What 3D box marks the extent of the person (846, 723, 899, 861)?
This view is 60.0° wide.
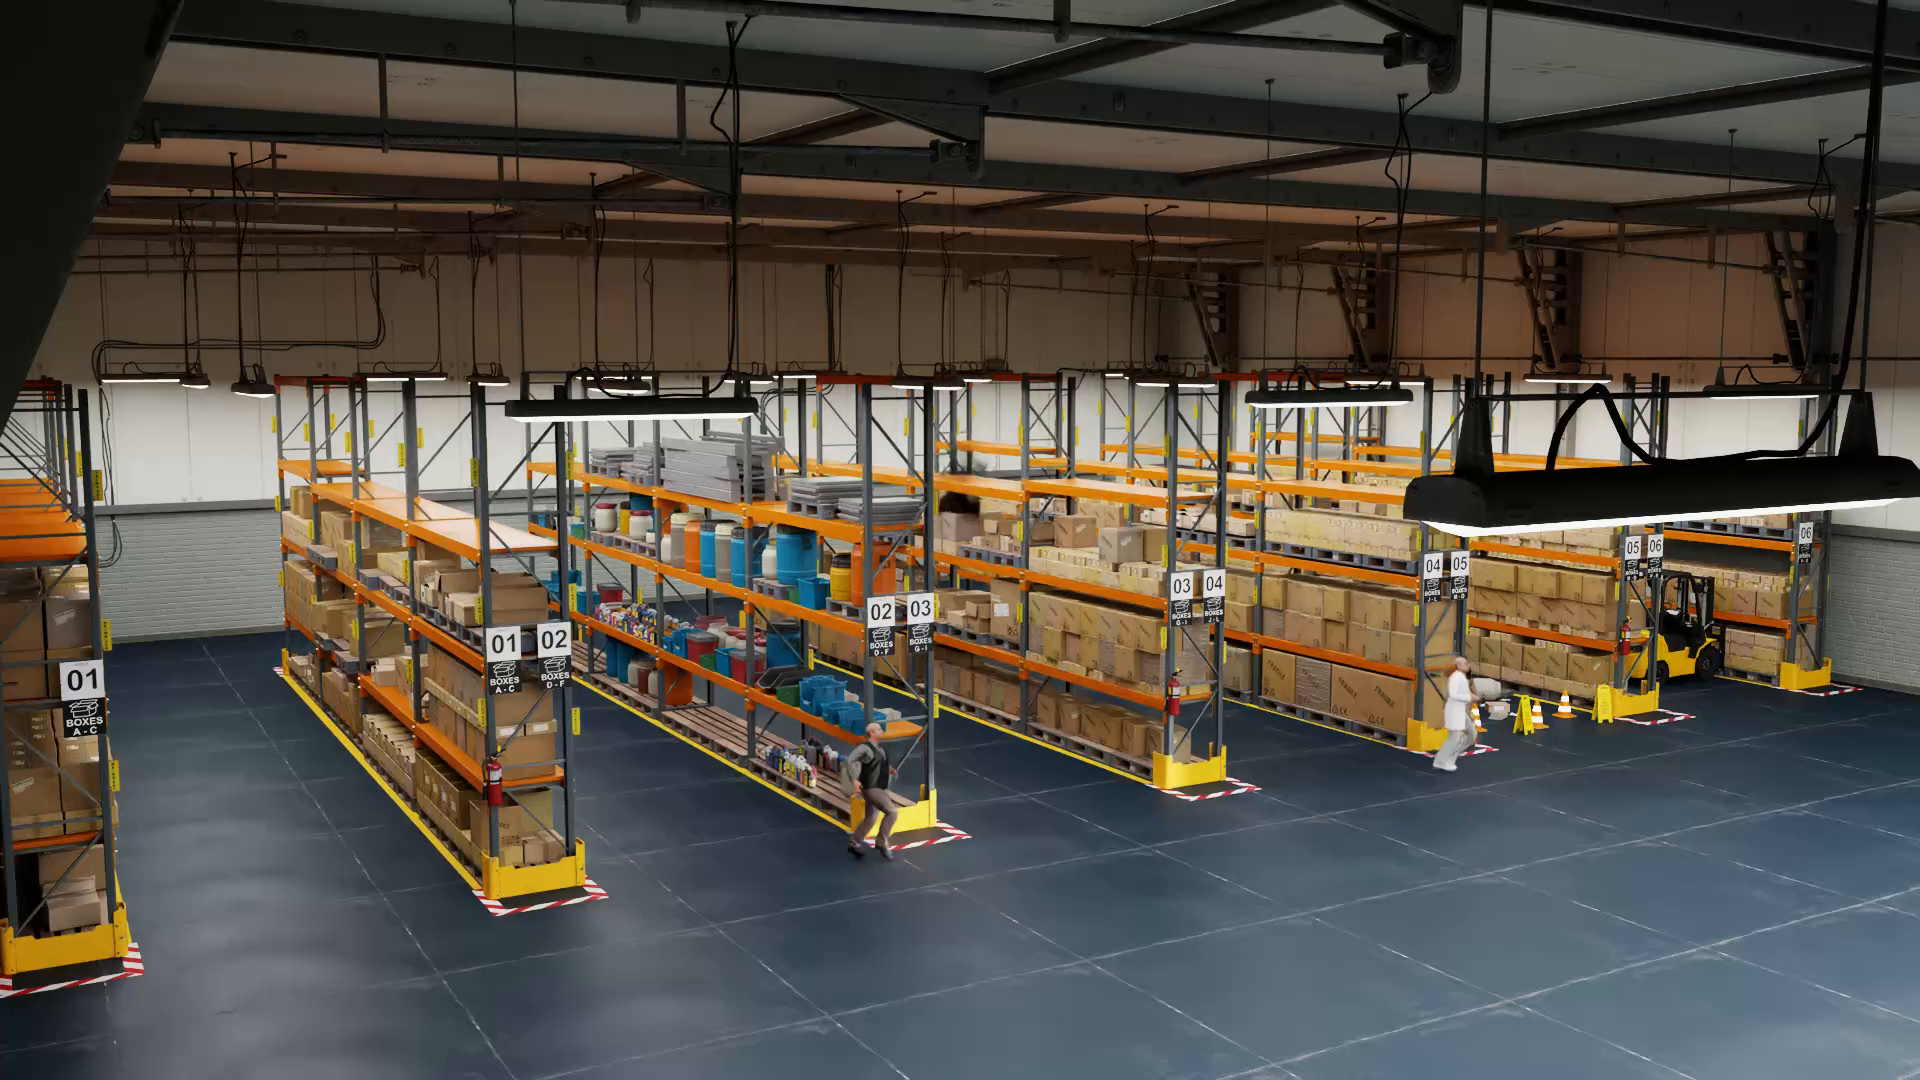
[{"bbox_3d":[-1.075,3.170,21.145,0.701,1.684,0.641,2,7,16],"label":"person"}]

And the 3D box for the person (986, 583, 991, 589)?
[{"bbox_3d":[0.916,0.781,42.841,0.624,1.746,0.668,-4,7,-32],"label":"person"}]

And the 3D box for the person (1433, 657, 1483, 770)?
[{"bbox_3d":[7.704,2.675,25.589,0.713,1.764,0.716,4,7,31],"label":"person"}]
